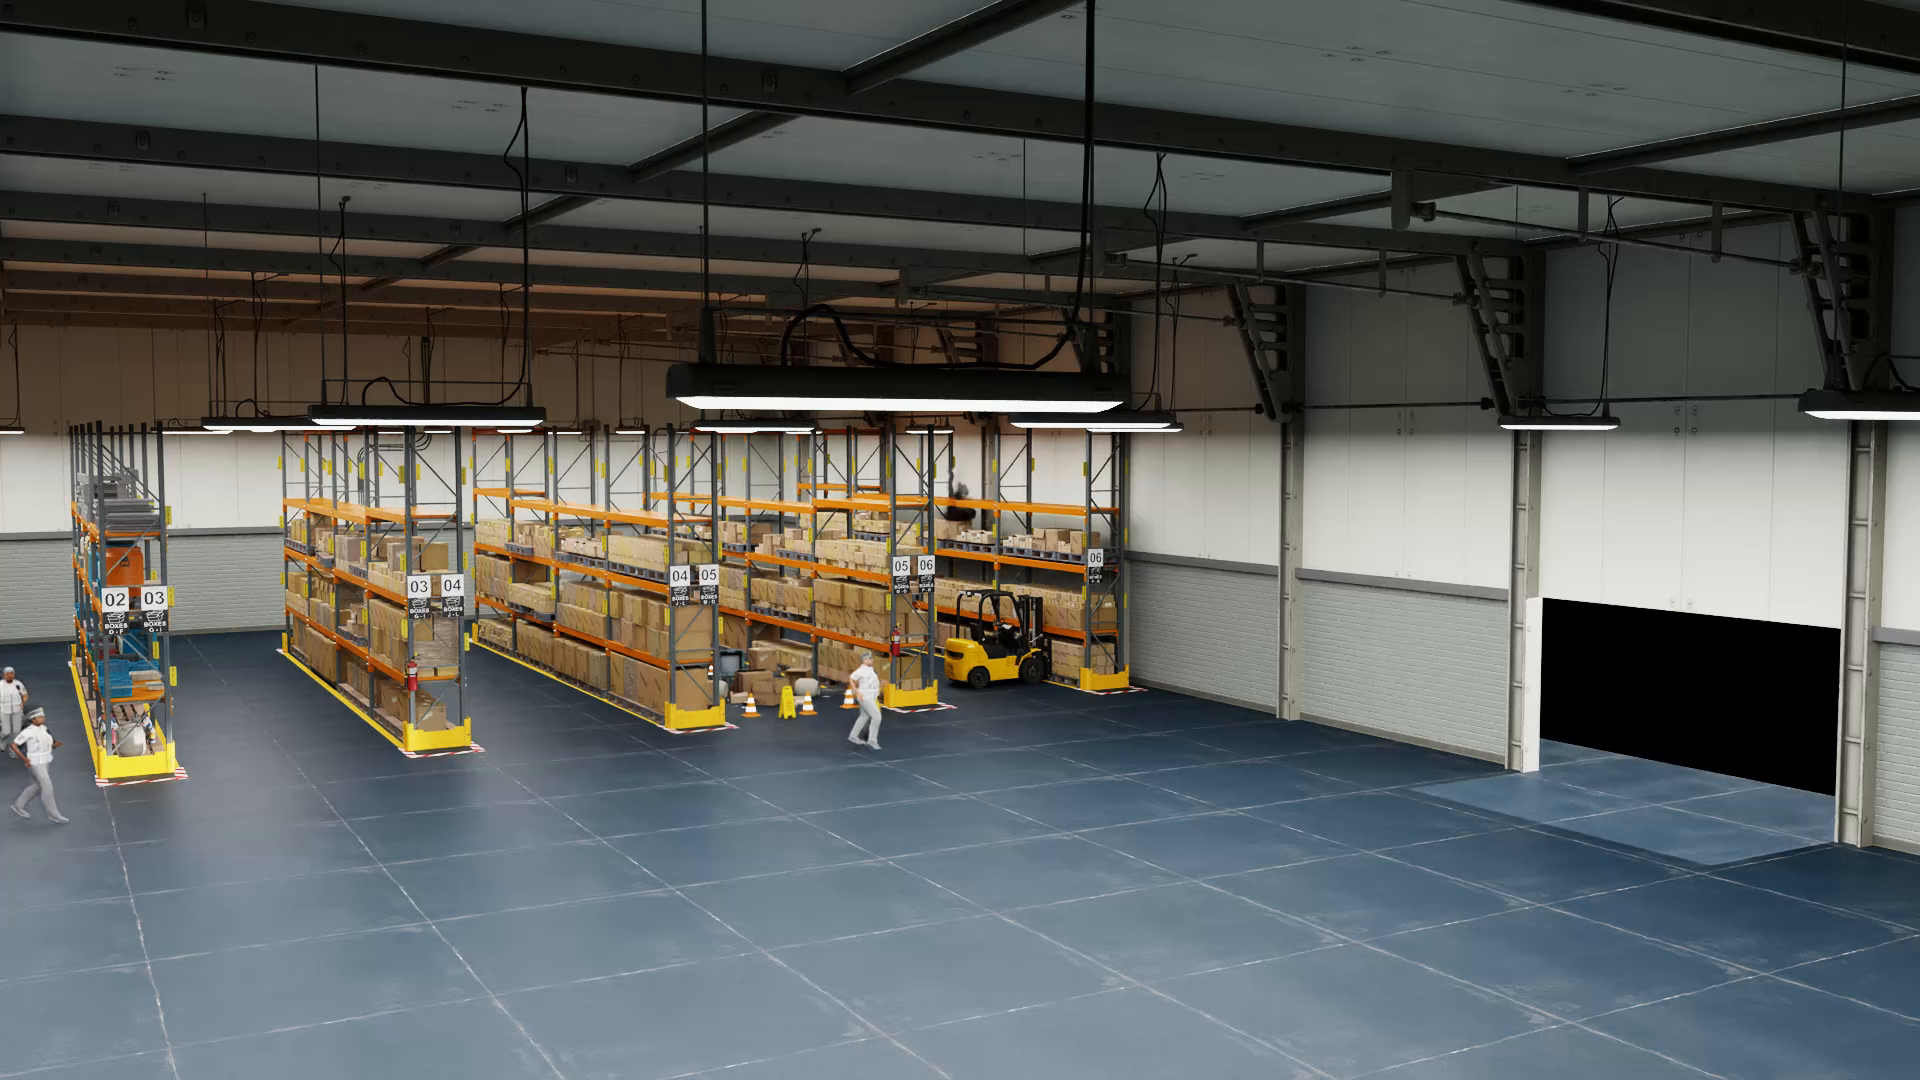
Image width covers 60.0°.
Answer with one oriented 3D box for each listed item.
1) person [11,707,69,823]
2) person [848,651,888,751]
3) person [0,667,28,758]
[{"bbox_3d":[-13.658,3.331,24.647,0.891,1.709,0.566,0,4,0],"label":"person"},{"bbox_3d":[-1.704,2.955,30.576,0.783,1.853,0.632,1,4,10],"label":"person"},{"bbox_3d":[-16.990,3.078,29.741,0.621,1.617,0.554,-3,5,-41],"label":"person"}]
